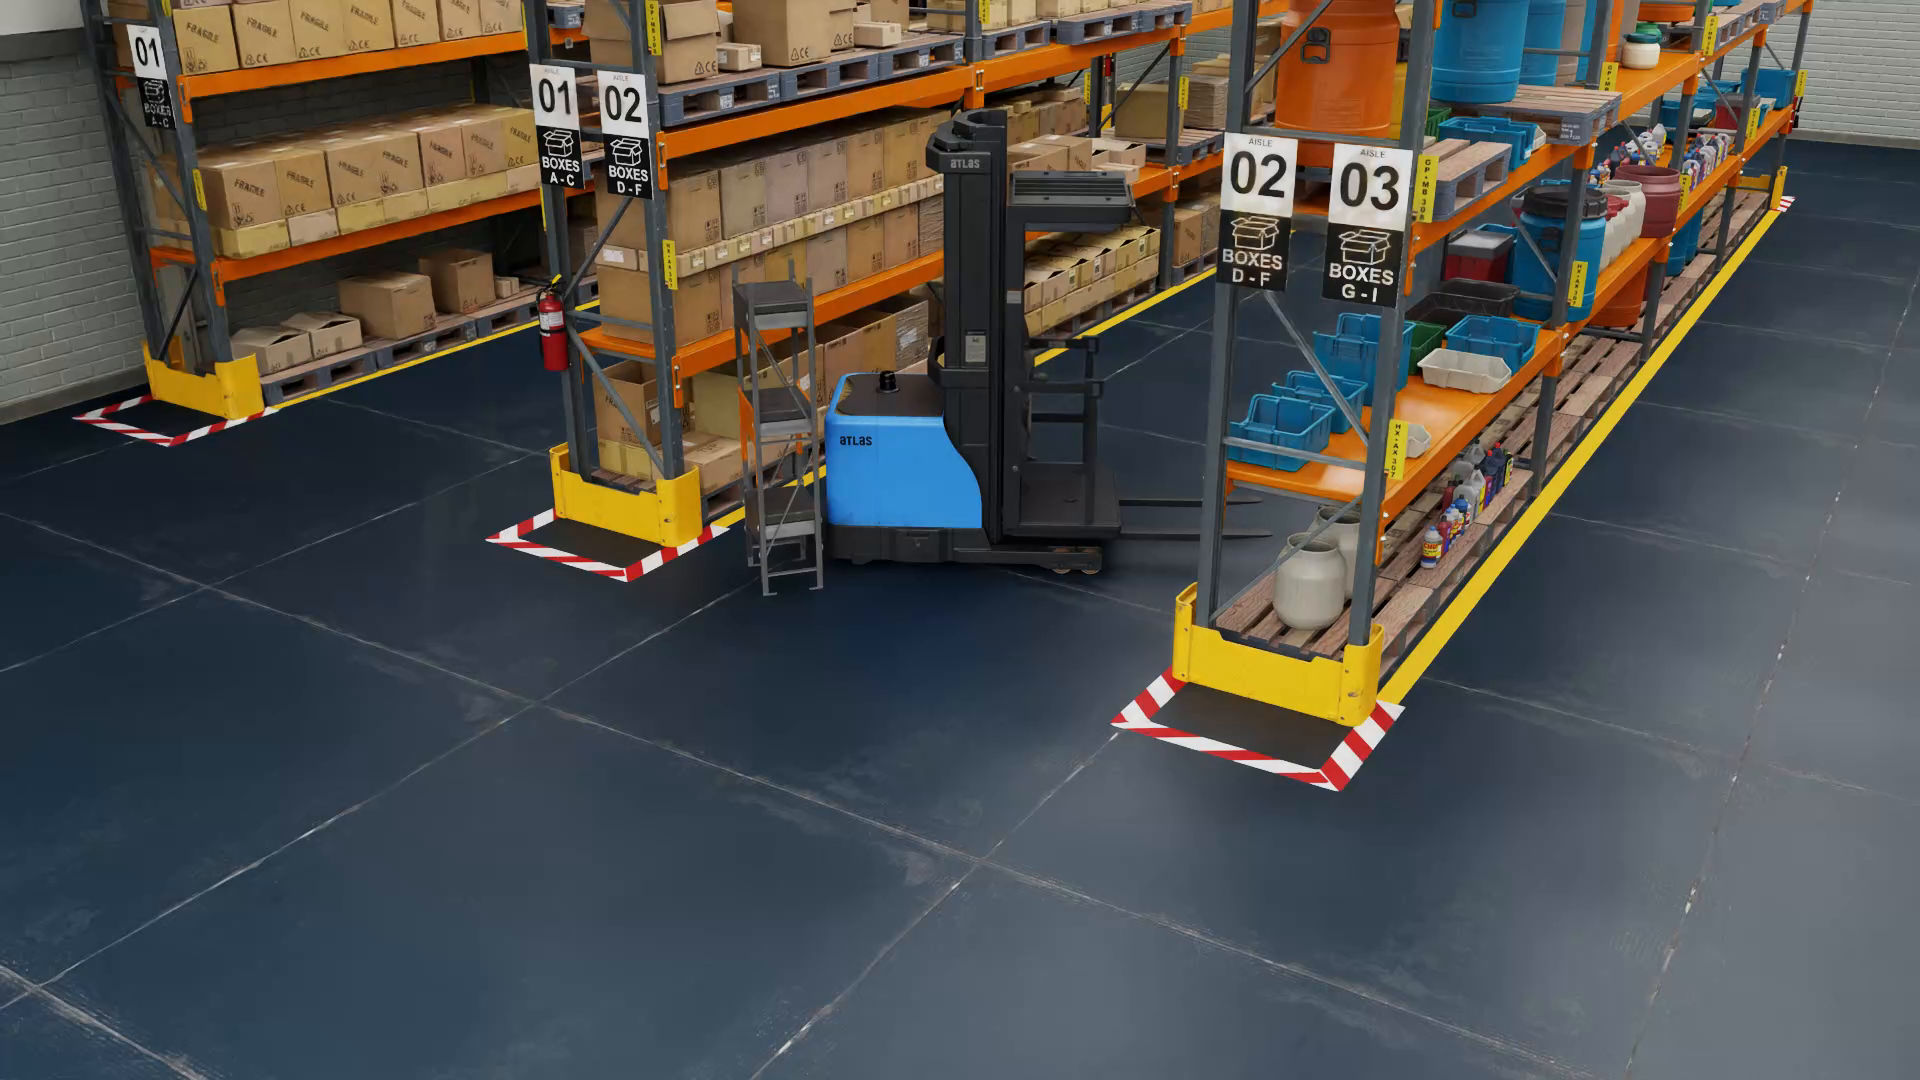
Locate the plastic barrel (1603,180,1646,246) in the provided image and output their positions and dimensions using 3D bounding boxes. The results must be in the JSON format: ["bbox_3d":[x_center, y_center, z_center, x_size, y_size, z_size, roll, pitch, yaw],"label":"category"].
[{"bbox_3d":[5.681,-2.823,14.354,0.421,0.512,0.421,0,23,0],"label":"plastic barrel"}]

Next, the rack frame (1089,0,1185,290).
[{"bbox_3d":[1.836,-4.203,17.683,1.000,3.000,0.127,14,27,29],"label":"rack frame"}]

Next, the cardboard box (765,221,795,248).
[{"bbox_3d":[-1.451,-2.282,12.304,0.380,0.149,0.250,13,27,27],"label":"cardboard box"}]

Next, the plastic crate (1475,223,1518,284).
[{"bbox_3d":[4.250,-2.244,13.177,0.392,0.384,0.575,14,27,29],"label":"plastic crate"}]

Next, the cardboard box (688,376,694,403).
[{"bbox_3d":[-1.839,-1.362,13.108,0.500,0.500,0.500,14,27,29],"label":"cardboard box"}]

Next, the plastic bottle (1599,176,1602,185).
[{"bbox_3d":[6.245,-3.510,16.332,0.097,0.201,0.097,0,23,0],"label":"plastic bottle"}]

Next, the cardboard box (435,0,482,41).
[{"bbox_3d":[-4.818,-4.931,15.438,0.500,0.500,0.500,11,26,25],"label":"cardboard box"}]

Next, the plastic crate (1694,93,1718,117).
[{"bbox_3d":[9.158,-5.356,20.481,0.416,0.233,0.300,14,27,29],"label":"plastic crate"}]

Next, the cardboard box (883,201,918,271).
[{"bbox_3d":[-0.775,-2.568,13.781,0.700,0.500,0.500,14,27,28],"label":"cardboard box"}]

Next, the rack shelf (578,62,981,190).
[{"bbox_3d":[-1.329,-3.224,12.552,1.077,0.370,4.000,14,27,29],"label":"rack shelf"}]

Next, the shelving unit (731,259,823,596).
[{"bbox_3d":[-1.175,-0.713,10.755,0.431,2.100,0.503,-7,24,-17],"label":"shelving unit"}]

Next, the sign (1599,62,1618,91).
[{"bbox_3d":[4.394,-3.075,11.291,0.100,0.325,0.005,14,27,29],"label":"sign"}]

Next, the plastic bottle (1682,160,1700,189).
[{"bbox_3d":[7.277,-3.653,16.569,0.152,0.276,0.135,14,27,29],"label":"plastic bottle"}]

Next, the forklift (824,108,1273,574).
[{"bbox_3d":[0.622,-1.333,11.140,3.031,2.935,1.130,1,23,2],"label":"forklift"}]

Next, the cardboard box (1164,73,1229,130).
[{"bbox_3d":[2.717,-4.946,18.746,0.700,0.500,0.500,20,31,39],"label":"cardboard box"}]

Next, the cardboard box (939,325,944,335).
[{"bbox_3d":[0.149,-1.868,15.222,0.500,0.250,0.500,13,27,28],"label":"cardboard box"}]

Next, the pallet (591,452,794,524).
[{"bbox_3d":[-2.016,-0.490,12.616,1.003,0.211,1.213,14,27,29],"label":"pallet"}]

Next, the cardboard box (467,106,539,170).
[{"bbox_3d":[-4.471,-3.950,16.318,0.500,0.500,0.500,14,27,29],"label":"cardboard box"}]

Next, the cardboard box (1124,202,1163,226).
[{"bbox_3d":[2.130,-3.622,18.935,0.500,0.500,0.500,15,28,31],"label":"cardboard box"}]

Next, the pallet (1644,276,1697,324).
[{"bbox_3d":[7.067,-2.569,17.418,1.003,0.211,1.213,14,27,29],"label":"pallet"}]

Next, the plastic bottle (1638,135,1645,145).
[{"bbox_3d":[7.307,-4.221,17.887,0.097,0.271,0.097,0,23,0],"label":"plastic bottle"}]

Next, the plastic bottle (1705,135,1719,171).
[{"bbox_3d":[7.848,-4.050,17.391,0.144,0.351,0.185,14,27,29],"label":"plastic bottle"}]

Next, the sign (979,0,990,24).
[{"bbox_3d":[0.198,-4.387,13.582,0.100,0.325,0.005,14,27,29],"label":"sign"}]

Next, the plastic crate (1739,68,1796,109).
[{"bbox_3d":[10.244,-5.755,21.149,0.616,0.435,0.499,14,27,29],"label":"plastic crate"}]

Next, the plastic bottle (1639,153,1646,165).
[{"bbox_3d":[7.089,-3.935,17.315,0.097,0.201,0.097,0,23,0],"label":"plastic bottle"}]

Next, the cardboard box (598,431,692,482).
[{"bbox_3d":[-2.352,-0.677,12.470,0.500,0.250,0.500,14,27,29],"label":"cardboard box"}]

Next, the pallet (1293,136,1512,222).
[{"bbox_3d":[2.342,-2.012,9.084,1.003,0.211,1.213,14,27,29],"label":"pallet"}]

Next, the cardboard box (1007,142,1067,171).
[{"bbox_3d":[0.687,-3.501,15.936,0.500,0.500,0.500,14,27,29],"label":"cardboard box"}]

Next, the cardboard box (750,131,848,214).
[{"bbox_3d":[-1.297,-2.835,12.764,0.700,0.500,0.500,14,27,29],"label":"cardboard box"}]

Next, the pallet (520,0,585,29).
[{"bbox_3d":[-4.068,-5.366,16.830,1.213,0.211,1.003,14,27,29],"label":"pallet"}]

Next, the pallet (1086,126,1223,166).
[{"bbox_3d":[2.134,-4.358,18.283,1.213,0.211,1.003,14,27,29],"label":"pallet"}]

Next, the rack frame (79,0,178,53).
[{"bbox_3d":[-6.594,-5.293,12.649,1.000,3.000,0.127,14,27,29],"label":"rack frame"}]

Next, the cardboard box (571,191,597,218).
[{"bbox_3d":[-3.881,-3.690,18.146,0.500,0.250,0.500,13,27,28],"label":"cardboard box"}]

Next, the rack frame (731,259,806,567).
[{"bbox_3d":[-1.251,-0.806,10.968,0.400,2.100,0.015,-7,24,-17],"label":"rack frame"}]

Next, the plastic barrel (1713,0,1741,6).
[{"bbox_3d":[7.382,-5.705,16.217,0.600,0.901,0.708,14,27,29],"label":"plastic barrel"}]

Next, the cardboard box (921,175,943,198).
[{"bbox_3d":[-0.367,-2.977,13.908,0.380,0.149,0.250,13,27,28],"label":"cardboard box"}]

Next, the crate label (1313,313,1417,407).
[{"bbox_3d":[2.563,-1.158,10.604,0.502,0.435,0.616,14,27,29],"label":"crate label"}]

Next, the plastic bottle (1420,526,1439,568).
[{"bbox_3d":[3.043,0.040,10.762,0.097,0.271,0.097,0,23,0],"label":"plastic bottle"}]

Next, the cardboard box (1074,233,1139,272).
[{"bbox_3d":[1.500,-2.986,17.098,0.500,0.311,0.500,13,27,28],"label":"cardboard box"}]

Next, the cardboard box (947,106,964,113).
[{"bbox_3d":[-0.028,-6.157,23.997,0.380,0.149,0.250,14,27,29],"label":"cardboard box"}]

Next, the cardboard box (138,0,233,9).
[{"bbox_3d":[-6.185,-4.509,13.205,0.500,0.500,0.500,12,26,25],"label":"cardboard box"}]

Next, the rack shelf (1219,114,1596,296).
[{"bbox_3d":[2.877,-2.185,10.151,1.077,0.370,4.000,14,27,29],"label":"rack shelf"}]

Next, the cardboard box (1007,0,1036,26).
[{"bbox_3d":[0.347,-4.745,14.820,0.500,0.250,0.500,11,26,24],"label":"cardboard box"}]

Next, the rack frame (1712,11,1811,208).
[{"bbox_3d":[10.262,-5.864,21.519,1.000,3.000,0.127,14,27,29],"label":"rack frame"}]

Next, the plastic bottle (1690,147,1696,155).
[{"bbox_3d":[7.573,-3.935,17.225,0.097,0.271,0.097,0,23,0],"label":"plastic bottle"}]

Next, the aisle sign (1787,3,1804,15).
[{"bbox_3d":[10.549,-7.020,20.917,0.394,0.787,0.004,14,27,29],"label":"aisle sign"}]

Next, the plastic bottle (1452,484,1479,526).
[{"bbox_3d":[3.477,-0.260,11.449,0.152,0.276,0.135,14,27,30],"label":"plastic bottle"}]

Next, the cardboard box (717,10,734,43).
[{"bbox_3d":[-1.707,-3.727,12.215,0.500,0.311,0.500,18,29,35],"label":"cardboard box"}]

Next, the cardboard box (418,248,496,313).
[{"bbox_3d":[-4.998,-2.586,16.540,0.500,0.500,0.500,12,26,25],"label":"cardboard box"}]

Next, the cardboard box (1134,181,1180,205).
[{"bbox_3d":[2.156,-3.986,18.832,0.500,0.250,0.500,15,28,31],"label":"cardboard box"}]

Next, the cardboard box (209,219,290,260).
[{"bbox_3d":[-6.067,-2.578,14.093,0.500,0.250,0.500,13,27,27],"label":"cardboard box"}]

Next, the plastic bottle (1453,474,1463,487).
[{"bbox_3d":[3.465,-0.330,11.602,0.061,0.283,0.133,14,27,29],"label":"plastic bottle"}]

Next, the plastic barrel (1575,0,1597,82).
[{"bbox_3d":[4.706,-4.079,12.989,0.600,0.901,0.708,14,27,29],"label":"plastic barrel"}]

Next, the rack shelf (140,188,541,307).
[{"bbox_3d":[-5.539,-2.884,15.543,1.077,0.370,4.000,14,27,29],"label":"rack shelf"}]

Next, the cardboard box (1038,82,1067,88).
[{"bbox_3d":[1.457,-7.110,26.199,0.380,0.149,0.250,14,27,29],"label":"cardboard box"}]

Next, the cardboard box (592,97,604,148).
[{"bbox_3d":[-3.886,-4.489,17.664,0.700,0.500,0.500,17,29,34],"label":"cardboard box"}]
